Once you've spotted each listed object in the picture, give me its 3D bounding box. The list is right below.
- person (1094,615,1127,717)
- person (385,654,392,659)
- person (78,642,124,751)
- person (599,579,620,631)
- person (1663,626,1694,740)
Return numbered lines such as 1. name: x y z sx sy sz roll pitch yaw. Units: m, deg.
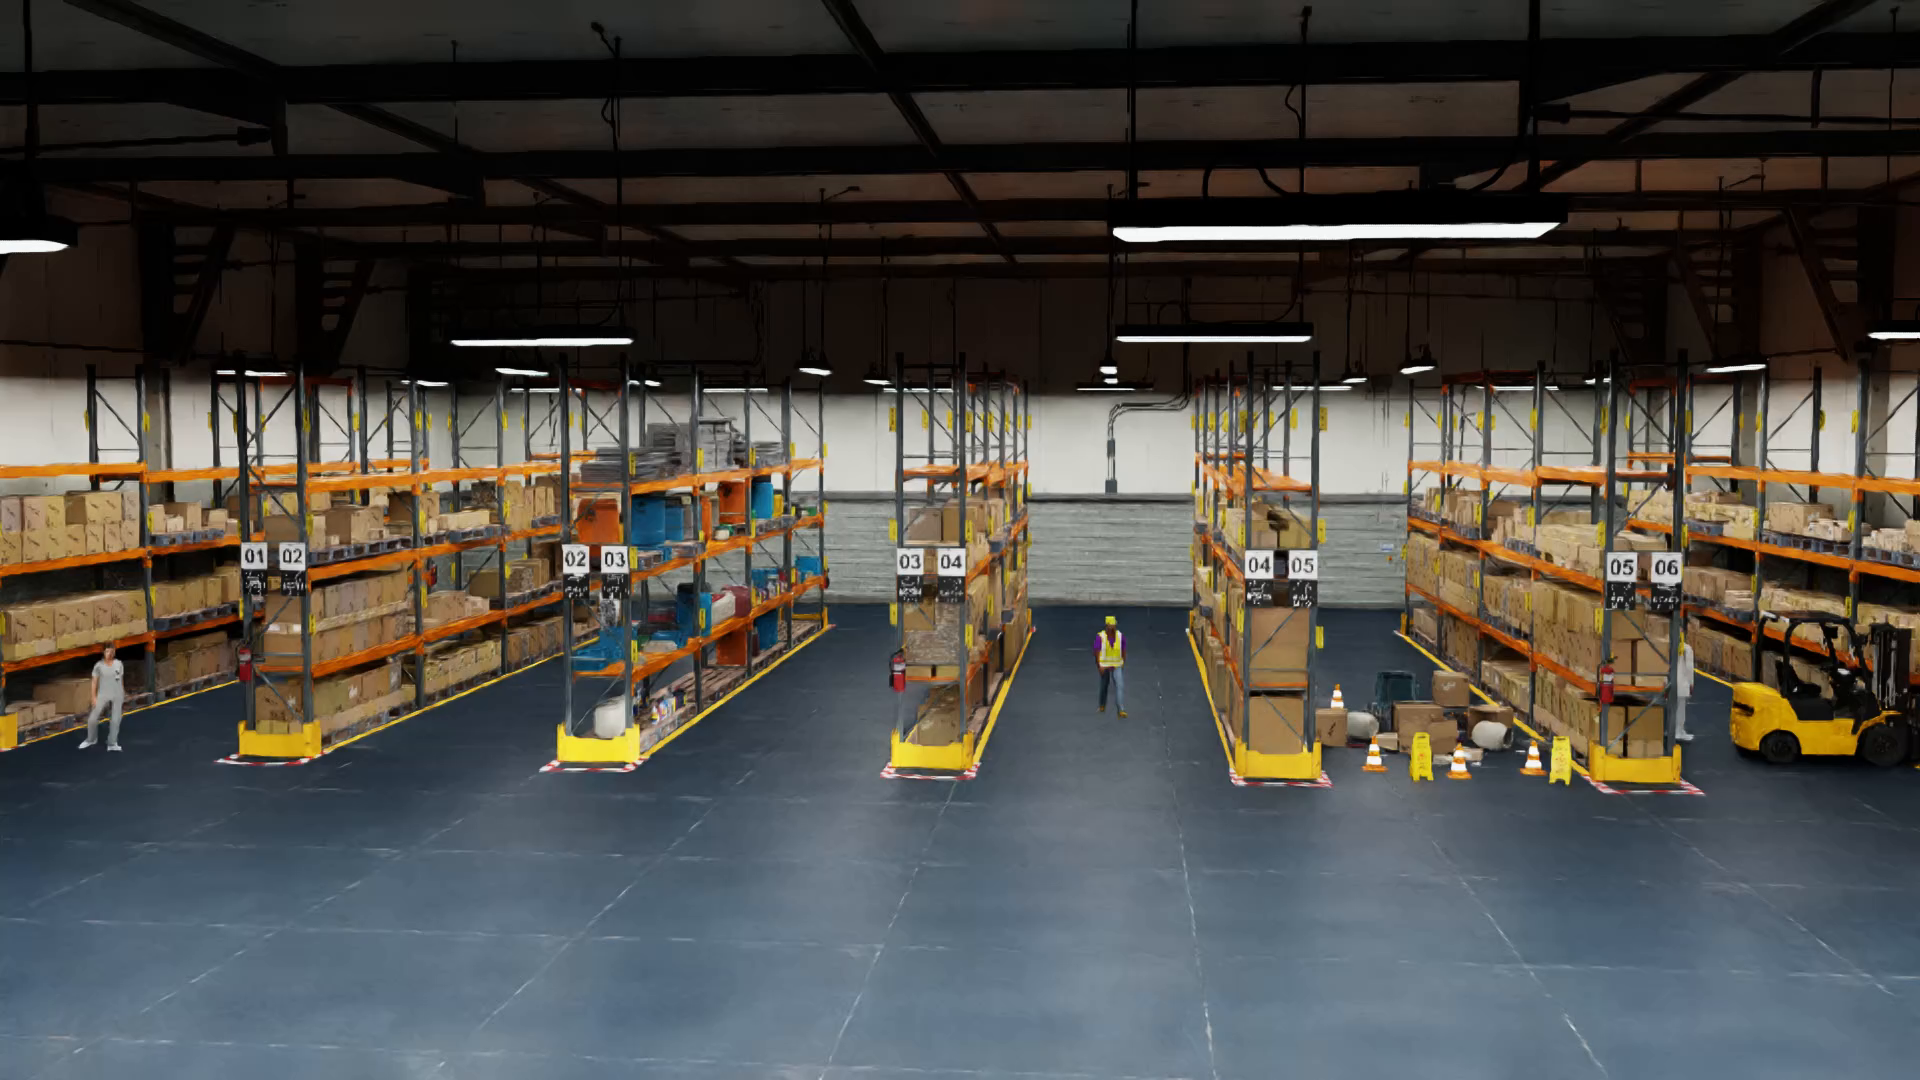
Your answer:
1. person: 2.552 2.130 28.299 0.571 1.706 1.033 0 4 -2
2. person: -11.919 1.739 34.483 0.419 1.603 0.504 -2 4 -21
3. person: -13.035 2.379 25.233 0.642 1.664 0.497 -3 5 -36
4. person: -7.599 1.622 36.036 0.500 1.625 0.997 0 4 4
5. person: 11.348 2.230 26.245 0.514 1.781 0.627 -2 5 -26
